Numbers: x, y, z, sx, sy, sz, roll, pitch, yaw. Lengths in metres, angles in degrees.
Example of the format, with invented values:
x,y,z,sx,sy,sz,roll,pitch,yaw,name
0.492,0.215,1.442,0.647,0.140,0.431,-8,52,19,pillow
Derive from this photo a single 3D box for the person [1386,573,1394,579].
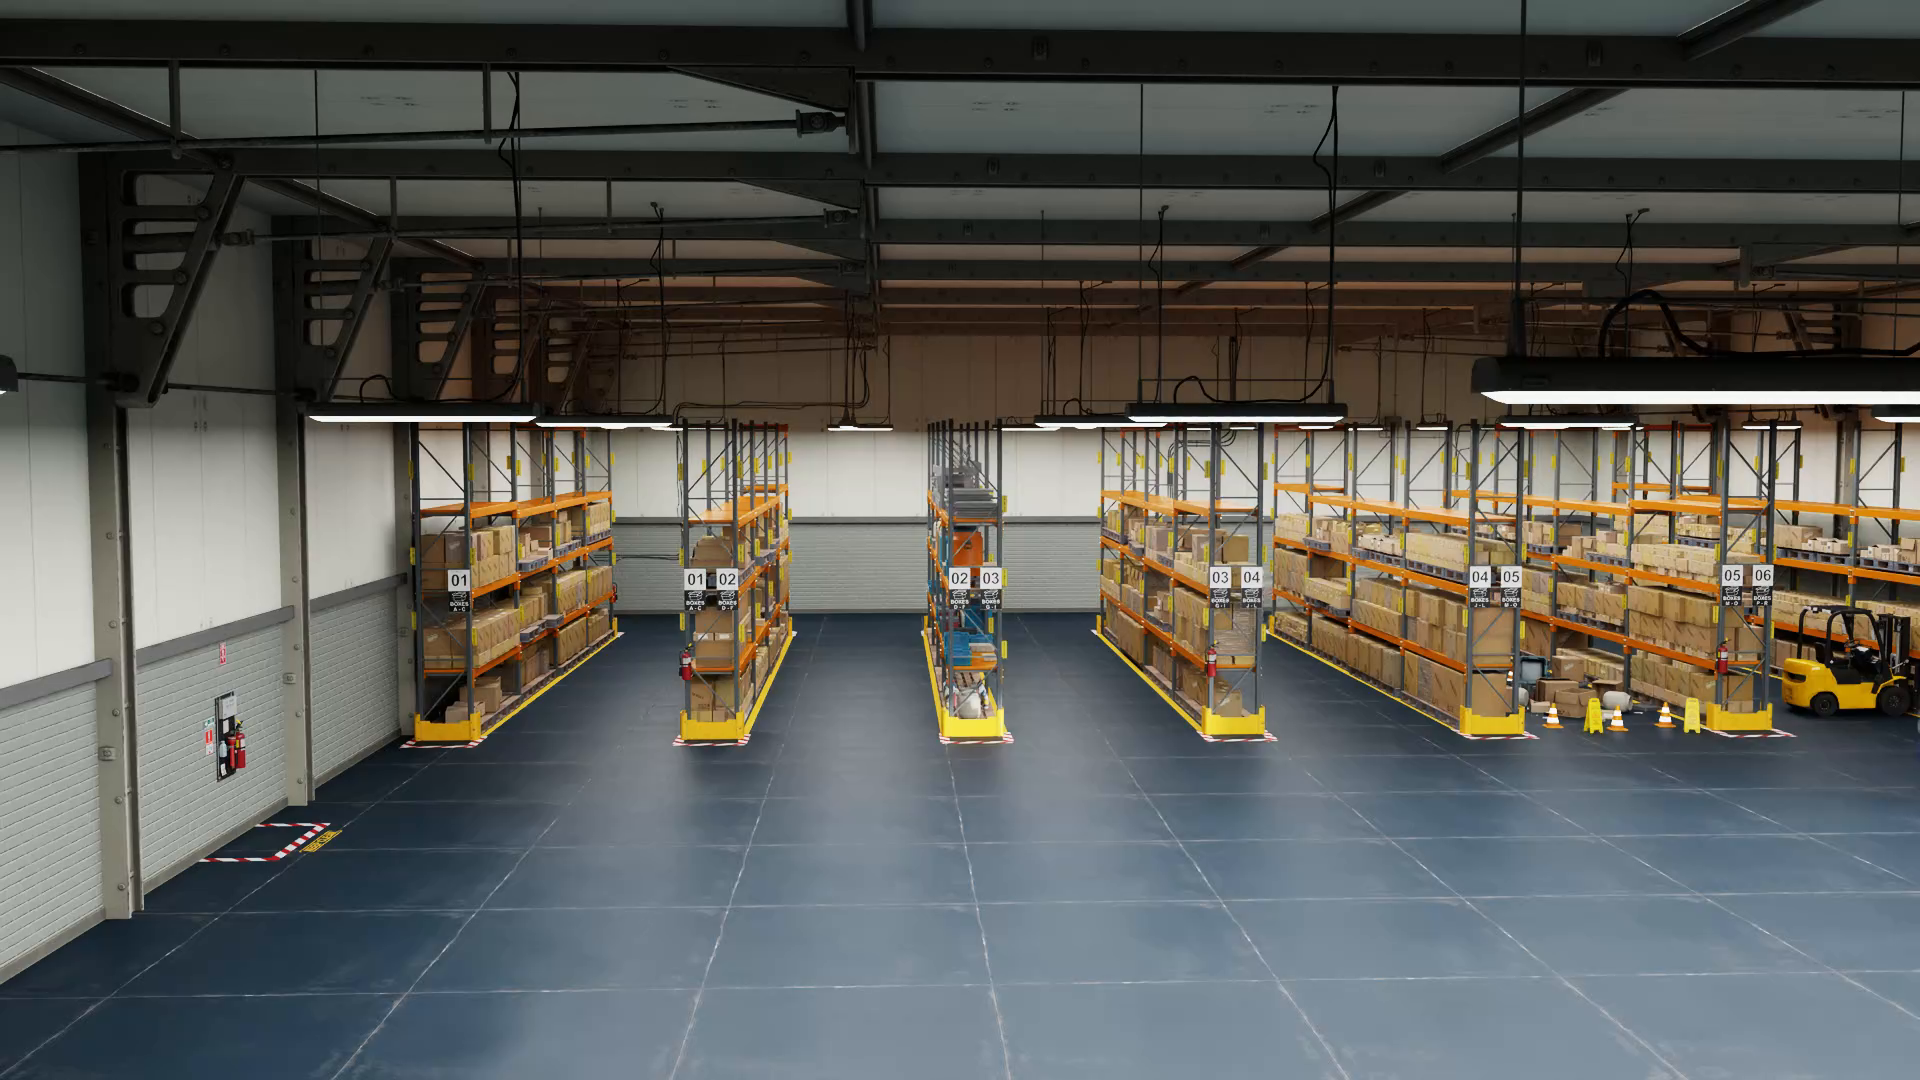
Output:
x,y,z,sx,sy,sz,roll,pitch,yaw,name
12.771,1.706,49.308,0.606,1.742,0.675,0,4,-5,person

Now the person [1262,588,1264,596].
x,y,z,sx,sy,sz,roll,pitch,yaw,name
8.637,1.750,48.919,0.746,1.680,0.831,-2,4,-32,person

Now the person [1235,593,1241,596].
x,y,z,sx,sy,sz,roll,pitch,yaw,name
7.795,1.920,45.757,0.668,1.841,0.732,0,4,3,person
